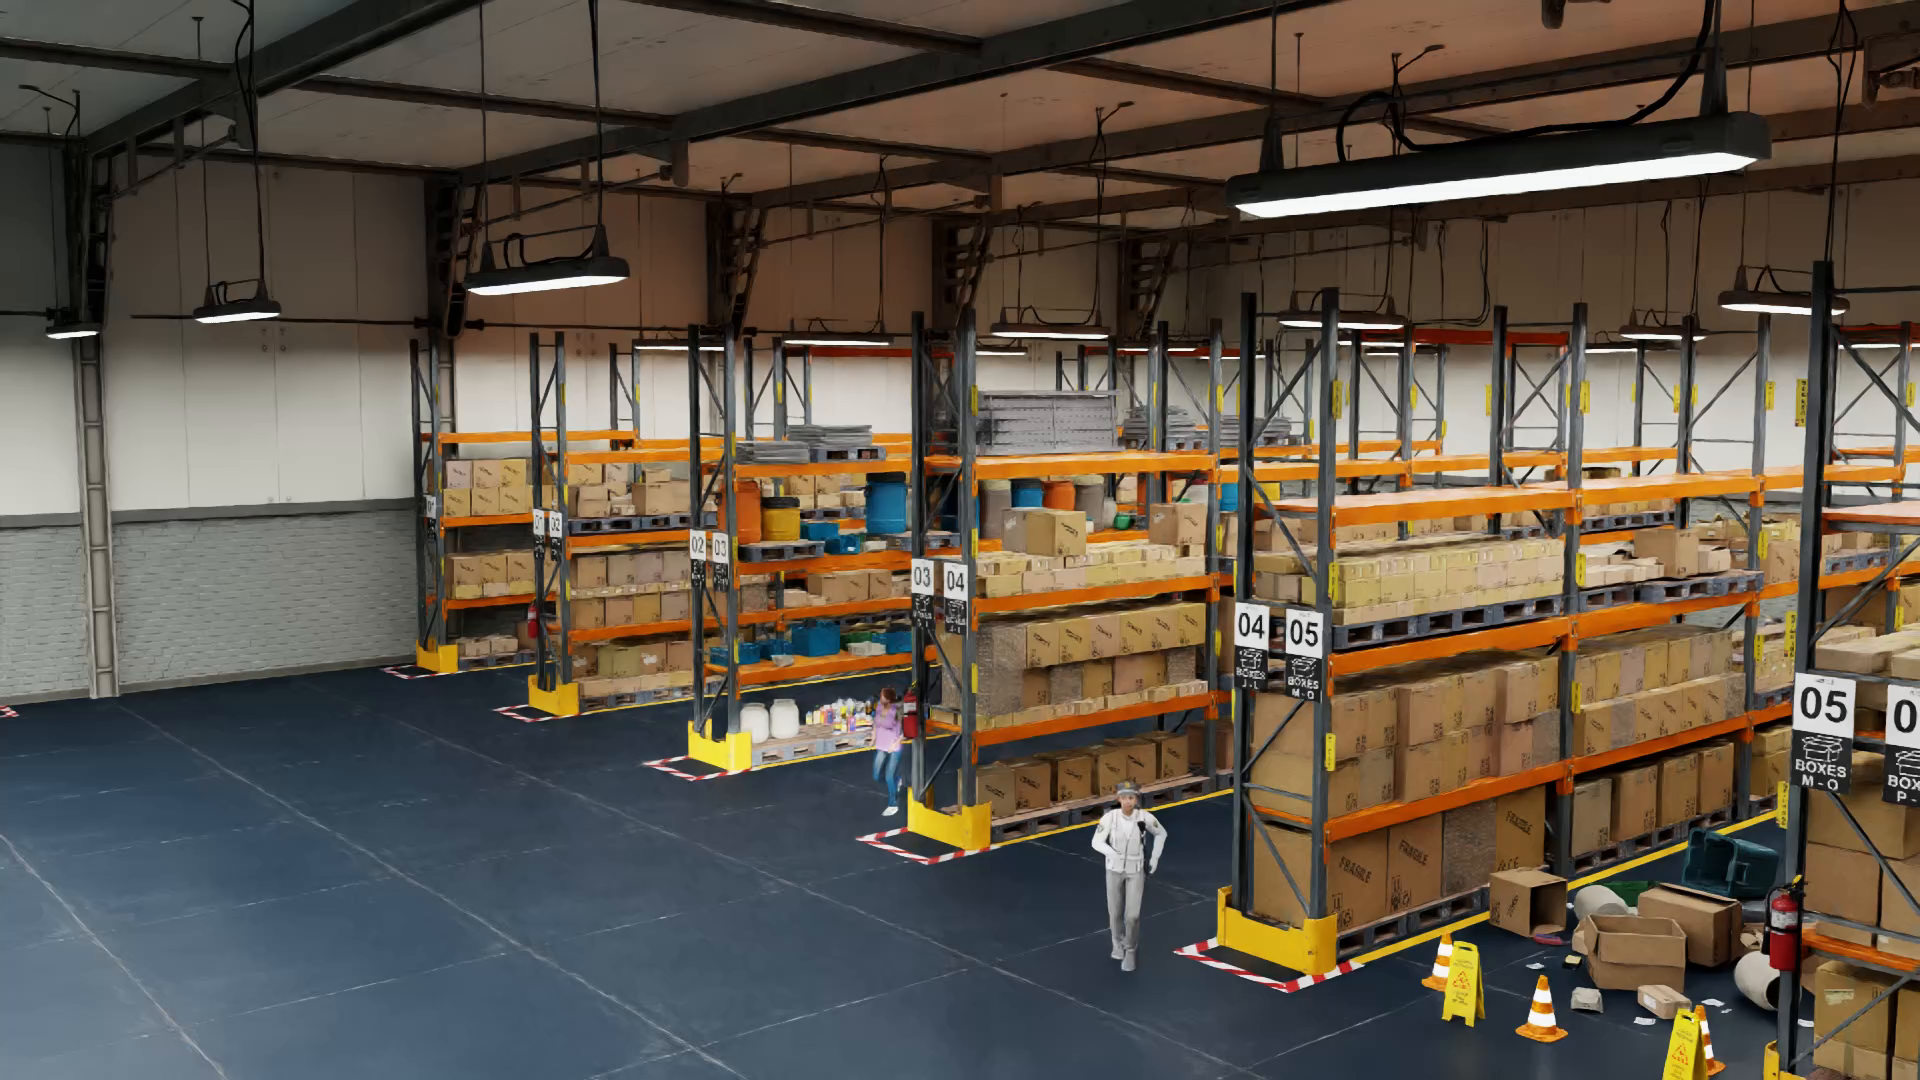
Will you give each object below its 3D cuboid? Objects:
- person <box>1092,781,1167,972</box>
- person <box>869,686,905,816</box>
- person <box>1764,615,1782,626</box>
[{"bbox_3d":[1.464,2.978,14.740,0.595,1.727,0.658,1,5,14],"label":"person"},{"bbox_3d":[-0.816,2.538,20.195,0.584,1.585,0.516,3,6,33],"label":"person"},{"bbox_3d":[12.123,1.998,24.804,0.925,1.793,0.673,-4,7,-39],"label":"person"}]
